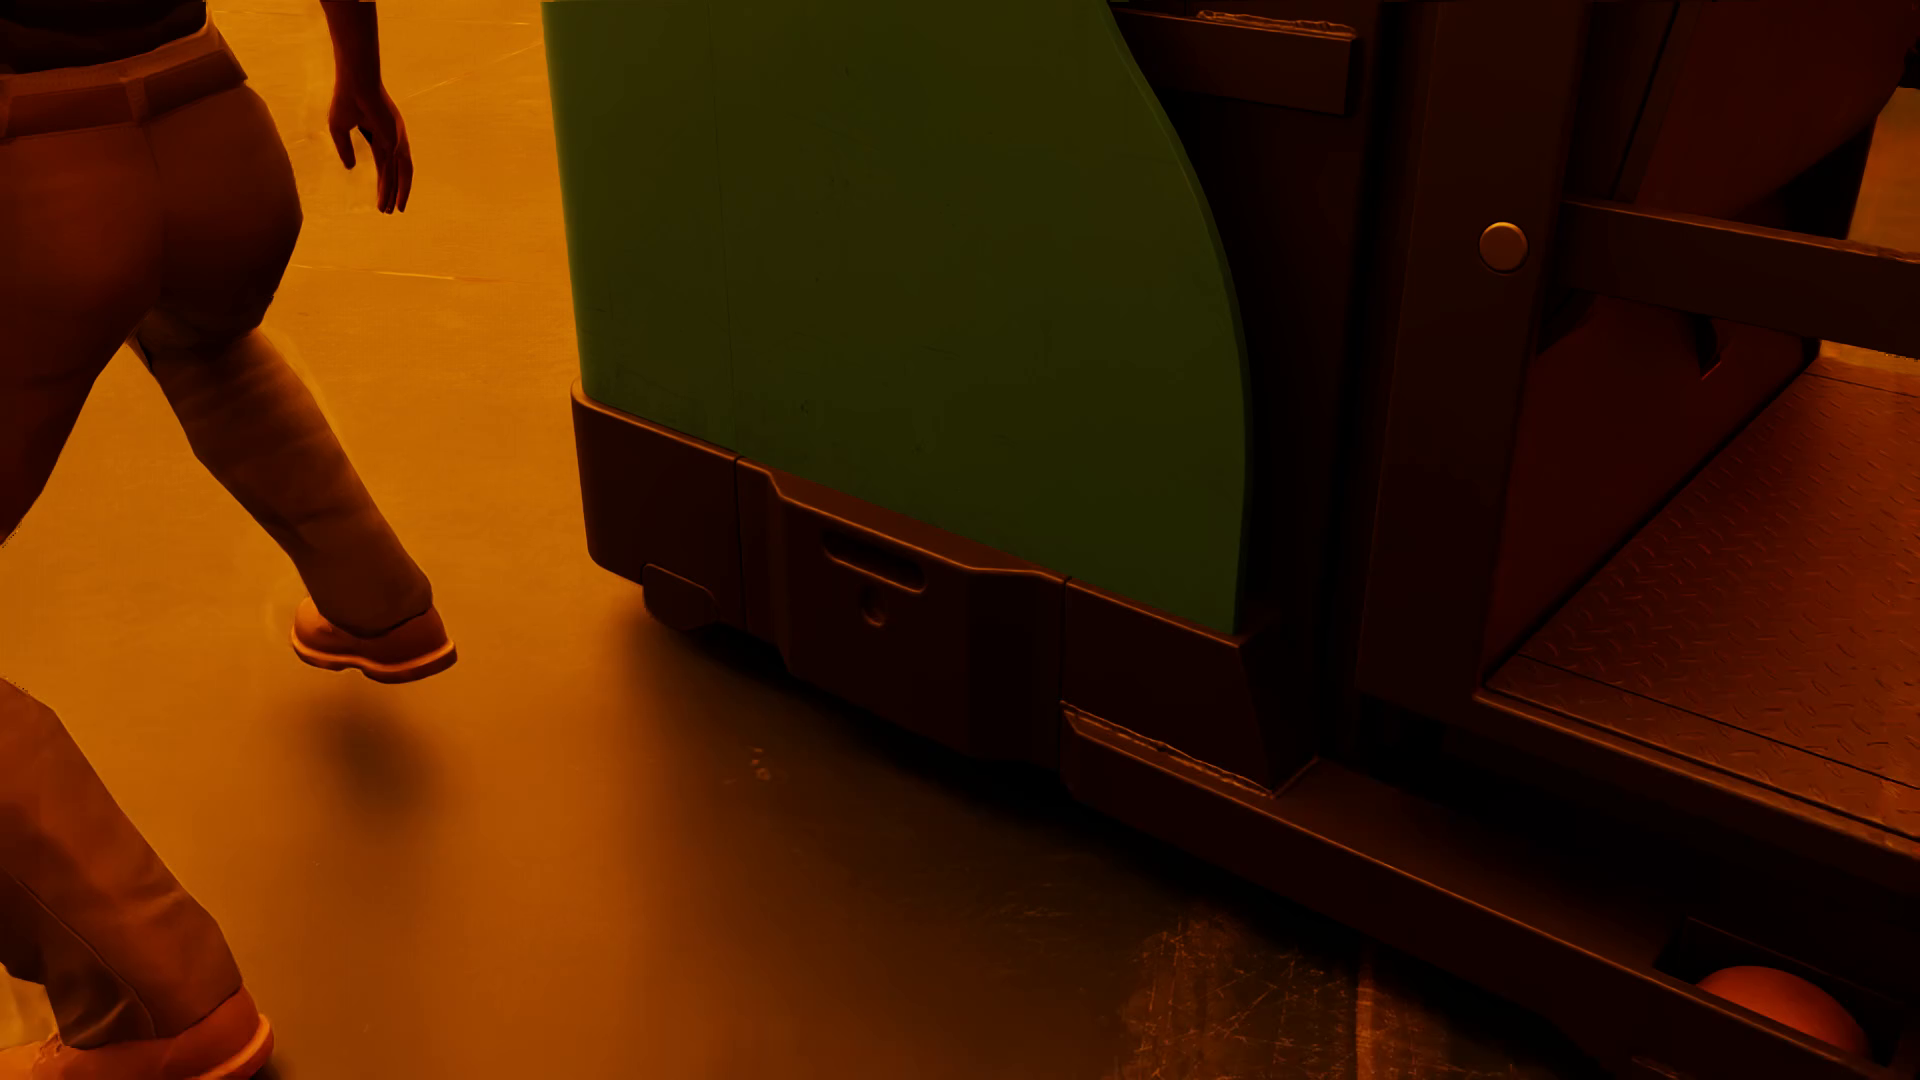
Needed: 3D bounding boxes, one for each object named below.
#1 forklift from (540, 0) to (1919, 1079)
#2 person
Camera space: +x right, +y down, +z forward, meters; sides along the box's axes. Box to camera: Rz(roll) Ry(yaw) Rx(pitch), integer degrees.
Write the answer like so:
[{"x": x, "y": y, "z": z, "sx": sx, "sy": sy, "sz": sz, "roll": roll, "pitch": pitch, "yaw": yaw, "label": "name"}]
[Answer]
[{"x": 0.940, "y": -0.985, "z": 1.198, "sx": 3.031, "sy": 2.935, "sz": 1.130, "roll": 20, "pitch": 33, "yaw": 34, "label": "forklift"}, {"x": -0.811, "y": -0.302, "z": 1.458, "sx": 0.619, "sy": 1.531, "sz": 0.865, "roll": 14, "pitch": 30, "yaw": 26, "label": "person"}]
